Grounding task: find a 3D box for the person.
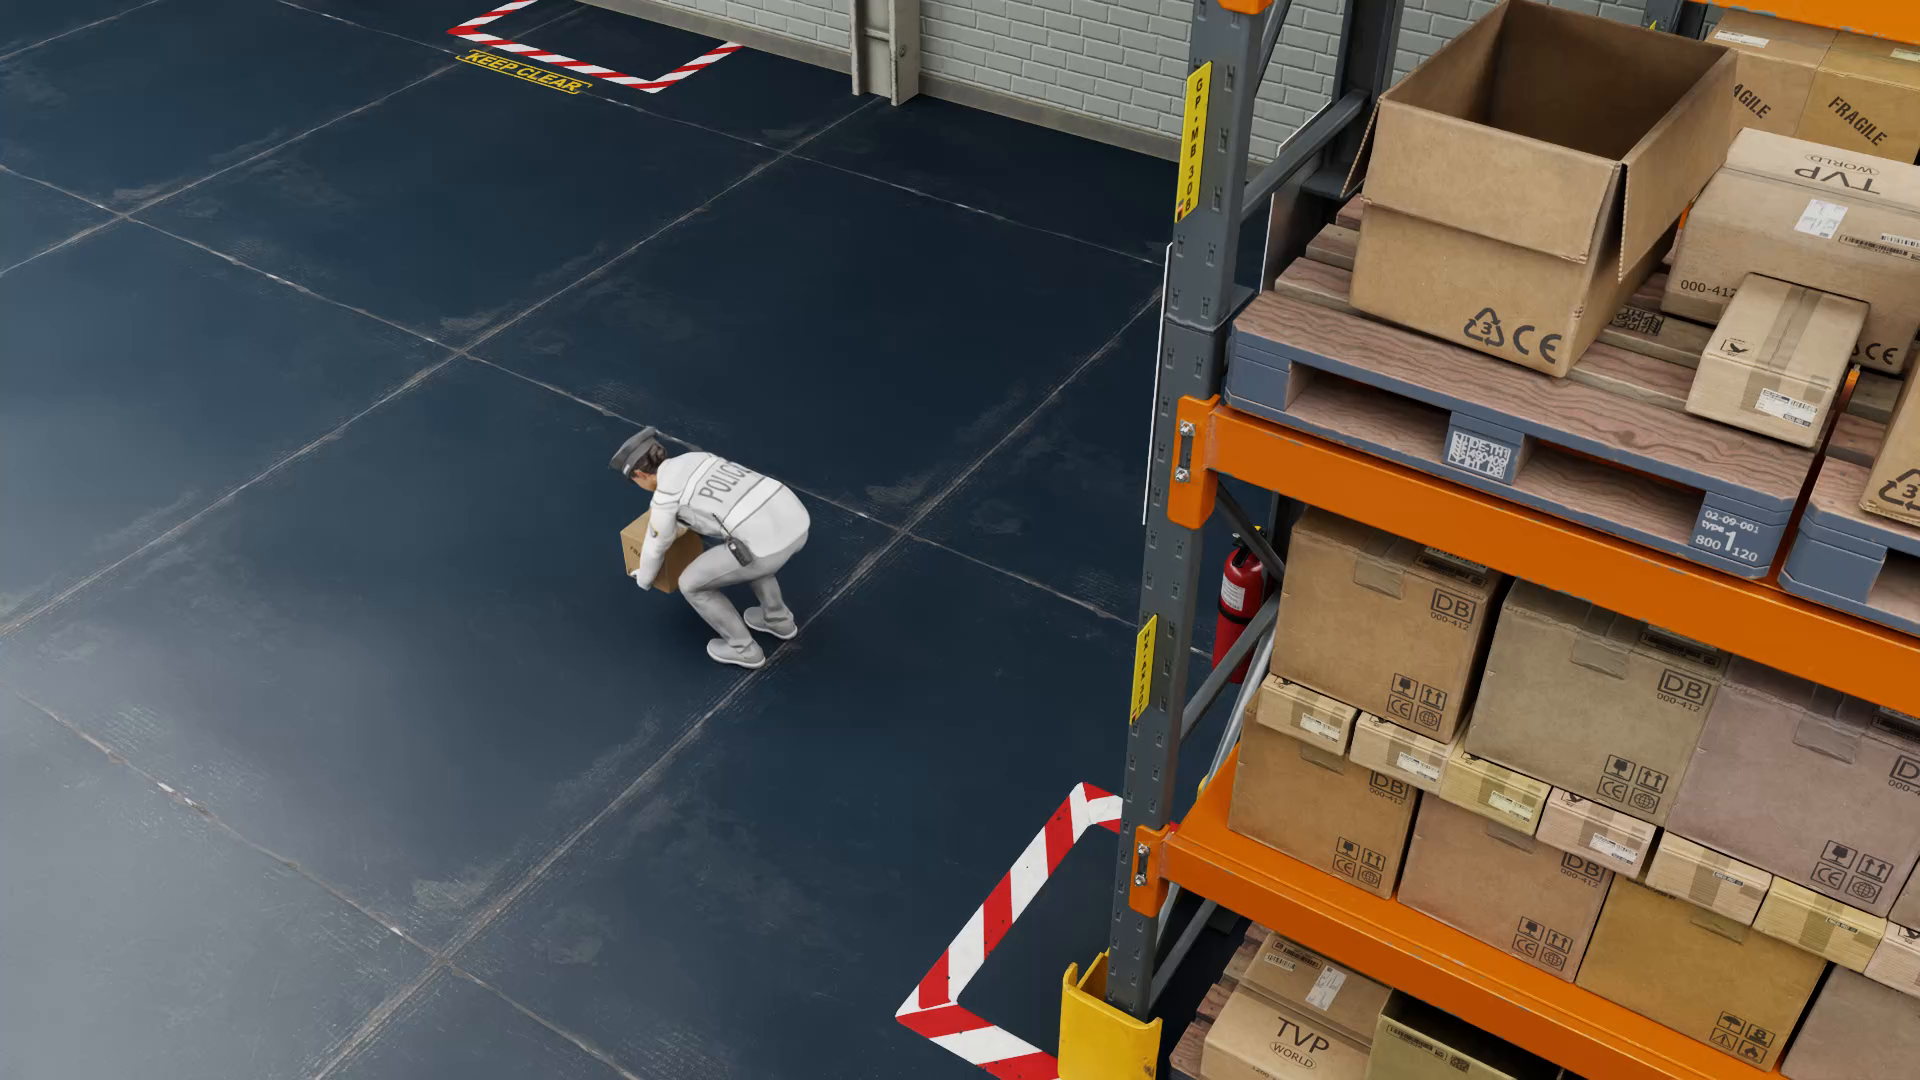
[{"bbox_3d":[-1.072,0.022,7.194,0.917,0.991,0.467,20,43,23],"label":"person"}]
